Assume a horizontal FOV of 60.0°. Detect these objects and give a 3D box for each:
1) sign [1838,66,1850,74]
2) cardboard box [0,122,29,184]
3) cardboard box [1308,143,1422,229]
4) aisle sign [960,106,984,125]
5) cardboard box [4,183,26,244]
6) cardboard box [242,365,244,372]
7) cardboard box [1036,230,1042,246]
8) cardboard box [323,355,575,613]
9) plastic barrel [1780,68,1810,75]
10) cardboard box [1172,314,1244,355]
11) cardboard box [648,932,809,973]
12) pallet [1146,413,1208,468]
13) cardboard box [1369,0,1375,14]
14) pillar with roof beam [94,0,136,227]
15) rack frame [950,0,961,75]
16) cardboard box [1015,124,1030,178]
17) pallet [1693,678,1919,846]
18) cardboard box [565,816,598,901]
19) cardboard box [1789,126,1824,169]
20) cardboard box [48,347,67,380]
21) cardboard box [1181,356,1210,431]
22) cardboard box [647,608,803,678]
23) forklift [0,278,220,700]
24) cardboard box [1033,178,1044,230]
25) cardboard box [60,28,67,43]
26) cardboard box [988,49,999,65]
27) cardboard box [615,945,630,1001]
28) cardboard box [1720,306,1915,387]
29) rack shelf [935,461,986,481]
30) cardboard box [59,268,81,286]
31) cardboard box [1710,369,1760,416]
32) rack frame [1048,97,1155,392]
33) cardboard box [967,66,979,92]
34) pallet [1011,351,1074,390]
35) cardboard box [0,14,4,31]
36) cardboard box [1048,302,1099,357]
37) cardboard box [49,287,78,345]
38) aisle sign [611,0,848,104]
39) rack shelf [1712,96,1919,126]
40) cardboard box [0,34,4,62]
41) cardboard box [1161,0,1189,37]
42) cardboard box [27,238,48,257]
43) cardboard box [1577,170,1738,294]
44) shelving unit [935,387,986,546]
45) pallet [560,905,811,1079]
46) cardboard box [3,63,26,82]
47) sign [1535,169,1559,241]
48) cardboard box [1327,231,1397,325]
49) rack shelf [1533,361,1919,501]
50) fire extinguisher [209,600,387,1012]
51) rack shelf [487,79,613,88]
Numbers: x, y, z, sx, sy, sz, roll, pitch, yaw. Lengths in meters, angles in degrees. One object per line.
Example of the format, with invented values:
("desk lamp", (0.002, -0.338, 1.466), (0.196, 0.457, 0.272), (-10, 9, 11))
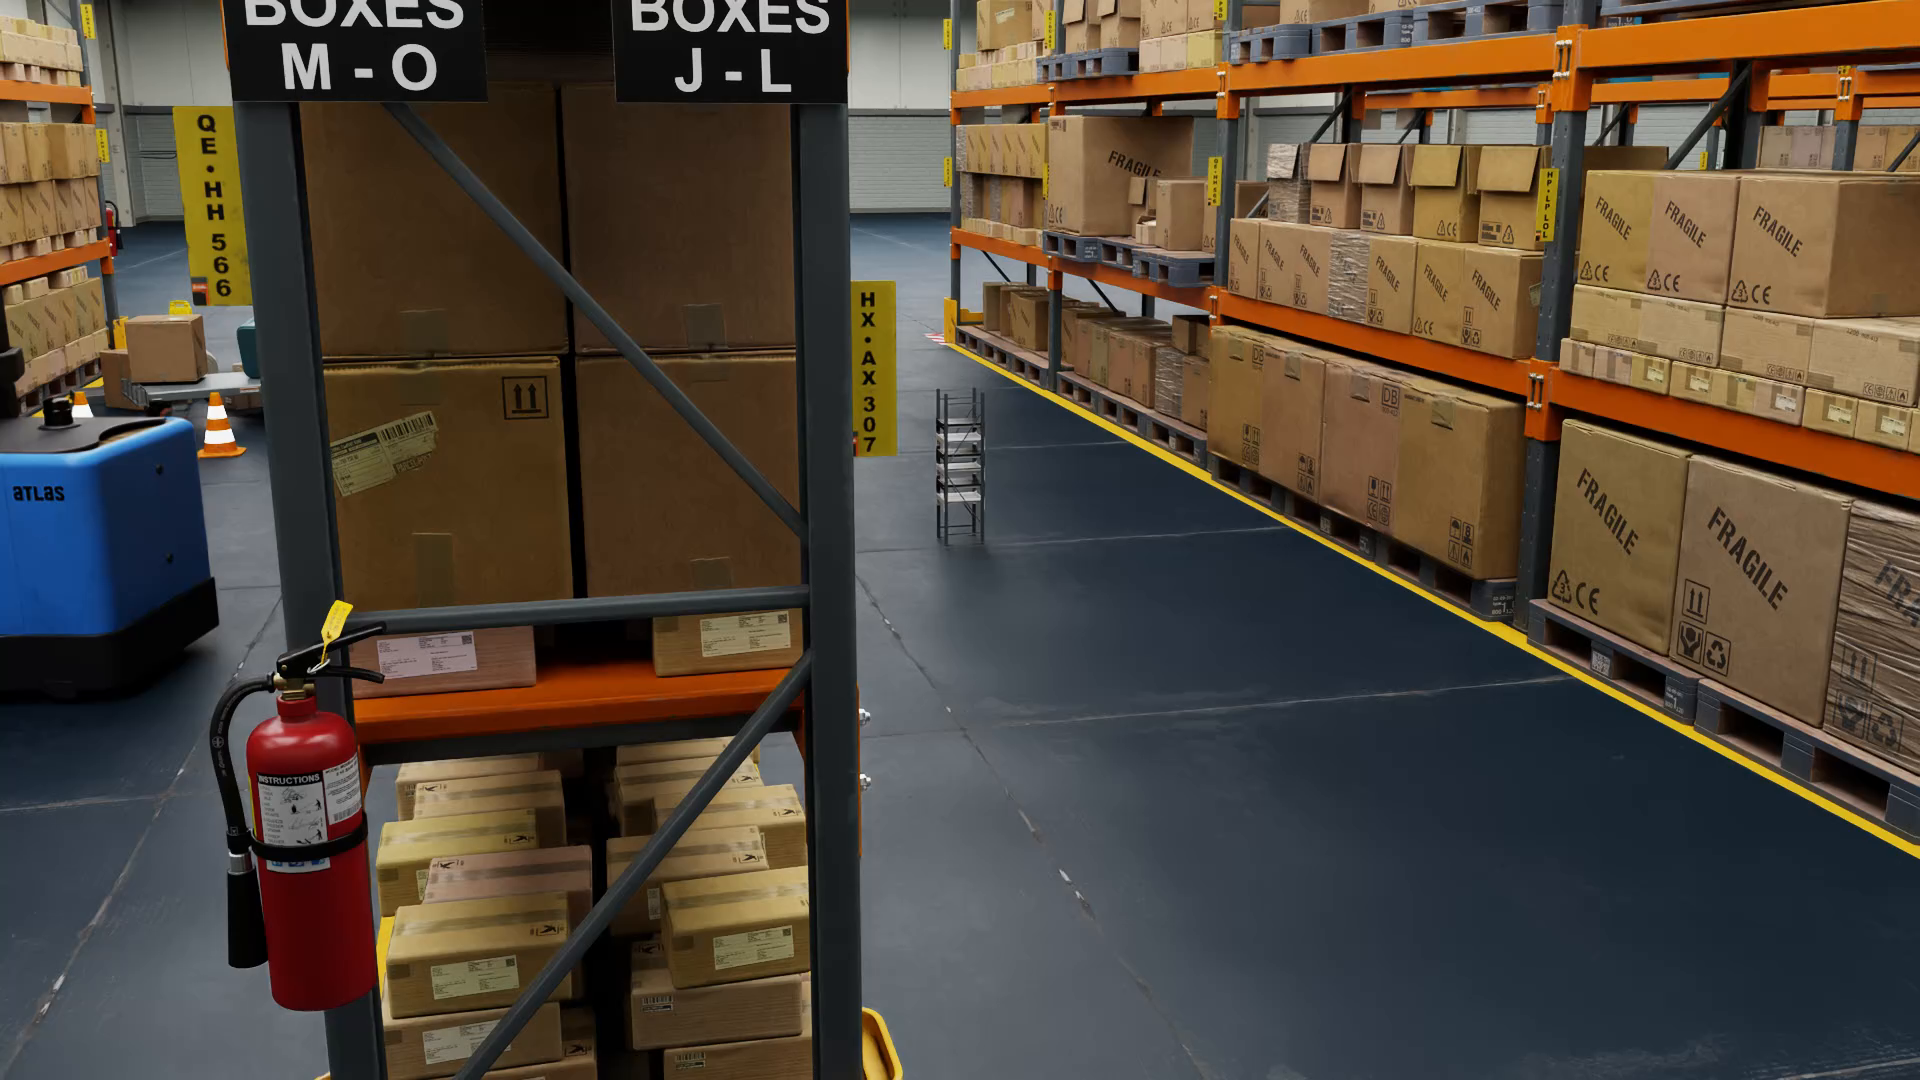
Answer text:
("sign", (6.553, -3.613, 12.294), (0.100, 0.325, 0.005), (-3, 14, -13))
("cardboard box", (-8.292, -3.244, 13.942), (0.700, 0.500, 0.500), (-3, 14, -13))
("cardboard box", (2.578, -2.178, 10.199), (0.797, 0.503, 0.637), (-3, 14, -12))
("aisle sign", (0.087, -5.068, 18.875), (0.394, 0.787, 0.004), (-3, 14, -13))
("cardboard box", (-8.273, -2.758, 14.056), (0.500, 0.500, 0.500), (-3, 14, -13))
("cardboard box", (-6.139, -1.630, 15.251), (0.797, 0.637, 0.503), (-3, 14, -13))
("cardboard box", (0.946, -2.916, 16.070), (0.380, 0.149, 0.250), (-3, 14, -13))
("cardboard box", (-1.050, -0.146, 3.368), (0.500, 0.500, 0.500), (-3, 14, -12))
("plastic barrel", (6.951, -4.257, 13.805), (0.600, 0.830, 0.708), (-3, 14, -13))
("cardboard box", (1.951, -1.601, 12.919), (0.500, 0.250, 0.500), (-2, 14, -7))
("cardboard box", (-0.577, 0.971, 4.127), (0.380, 0.149, 0.250), (-3, 14, -13))
("pallet", (2.090, -0.788, 12.709), (1.003, 0.211, 1.213), (-3, 14, -13))
("cardboard box", (2.773, -3.341, 9.867), (0.500, 0.500, 0.500), (-3, 14, -10))
("pillar with roof beam", (-17.637, -12.842, 43.532), (9.100, 9.000, 0.400), (-3, 14, -13))
("rack frame", (0.393, -6.722, 18.482), (1.000, 3.000, 0.127), (-3, 14, -13))
("cardboard box", (0.841, -3.768, 16.085), (0.500, 0.500, 0.500), (-3, 14, -13))
("pallet", (3.604, 0.777, 6.303), (1.003, 0.211, 1.213), (-3, 14, -13))
("cardboard box", (-1.182, 0.879, 4.503), (0.380, 0.149, 0.250), (-3, 14, -14))
("cardboard box", (10.381, -4.680, 19.819), (0.700, 0.500, 0.500), (-3, 14, -13))
("cardboard box", (-8.440, -1.597, 15.053), (0.500, 0.250, 0.500), (-3, 14, -14))
("cardboard box", (2.095, -1.115, 12.512), (0.700, 0.500, 0.500), (-4, 14, -16))
("cardboard box", (-0.452, 0.165, 3.460), (0.380, 0.149, 0.250), (-3, 14, -14))
("forklift", (-5.064, -0.847, 7.219), (3.031, 2.935, 1.130), (0, 14, 1))
("cardboard box", (1.204, -3.303, 16.289), (0.875, 0.500, 0.500), (-3, 14, -13))
("cardboard box", (-8.850, -4.855, 16.008), (0.380, 0.149, 0.250), (-3, 14, -12))
("cardboard box", (0.505, -5.008, 17.259), (0.380, 0.149, 0.250), (-4, 14, -16))
("cardboard box", (-0.712, 1.066, 4.367), (0.380, 0.149, 0.250), (-3, 14, -13))
("cardboard box", (3.306, -0.754, 6.383), (0.500, 0.250, 0.500), (-3, 14, -12))
("rack shelf", (0.002, -0.403, 9.820), (0.258, 0.077, 0.200), (-3, 14, -13))
("cardboard box", (-8.591, -2.494, 15.777), (0.380, 0.149, 0.250), (-3, 14, -12))
("cardboard box", (3.205, -0.590, 6.551), (0.380, 0.149, 0.250), (-3, 14, -14))
("rack frame", (1.332, -2.885, 15.417), (1.000, 3.000, 0.127), (-3, 14, -13))
("cardboard box", (0.382, -4.948, 17.856), (0.500, 0.250, 0.500), (-4, 14, -14))
("pallet", (1.140, -1.684, 16.374), (1.003, 0.211, 1.213), (-3, 14, -13))
("cardboard box", (-8.343, -4.382, 14.074), (0.380, 0.149, 0.250), (-4, 14, -15))
("cardboard box", (1.136, -2.101, 16.589), (0.500, 0.500, 0.500), (1, 14, 5))
("cardboard box", (-8.561, -2.081, 15.453), (0.500, 0.500, 0.500), (-4, 14, -15))
("aisle sign", (-0.386, -1.127, 2.740), (0.394, 0.787, 0.004), (-3, 14, -13))
("rack shelf", (10.493, -5.006, 19.291), (1.077, 0.370, 4.000), (-3, 14, -13))
("cardboard box", (-8.268, -4.097, 13.745), (0.500, 0.250, 0.500), (-3, 14, -14))
("cardboard box", (1.786, -3.925, 12.087), (0.500, 0.500, 0.500), (-3, 14, -13))
("cardboard box", (-8.354, -2.597, 14.766), (0.380, 0.149, 0.250), (-3, 14, -13))
("cardboard box", (3.075, -1.351, 7.245), (0.500, 0.500, 0.500), (-3, 14, -13))
("shelving unit", (0.002, -0.435, 9.813), (0.258, 0.900, 0.210), (-3, 14, -13))
("pallet", (-0.868, 1.284, 4.227), (1.003, 0.211, 1.213), (-3, 14, -13))
("cardboard box", (-8.353, -4.056, 14.417), (0.380, 0.149, 0.250), (-4, 14, -14))
("sign", (2.686, -1.531, 7.601), (0.100, 0.325, 0.005), (-3, 14, -13))
("cardboard box", (2.484, -1.531, 9.665), (0.500, 0.500, 0.500), (-3, 14, -13))
("rack shelf", (3.681, -0.229, 6.059), (1.077, 0.370, 4.000), (-3, 14, -13))
("fire extinguisher", (-1.084, 0.439, 2.760), (0.296, 0.674, 0.183), (-3, 14, -13))
("rack shelf", (-3.043, -3.278, 12.221), (1.077, 0.370, 4.000), (-3, 14, -13))
